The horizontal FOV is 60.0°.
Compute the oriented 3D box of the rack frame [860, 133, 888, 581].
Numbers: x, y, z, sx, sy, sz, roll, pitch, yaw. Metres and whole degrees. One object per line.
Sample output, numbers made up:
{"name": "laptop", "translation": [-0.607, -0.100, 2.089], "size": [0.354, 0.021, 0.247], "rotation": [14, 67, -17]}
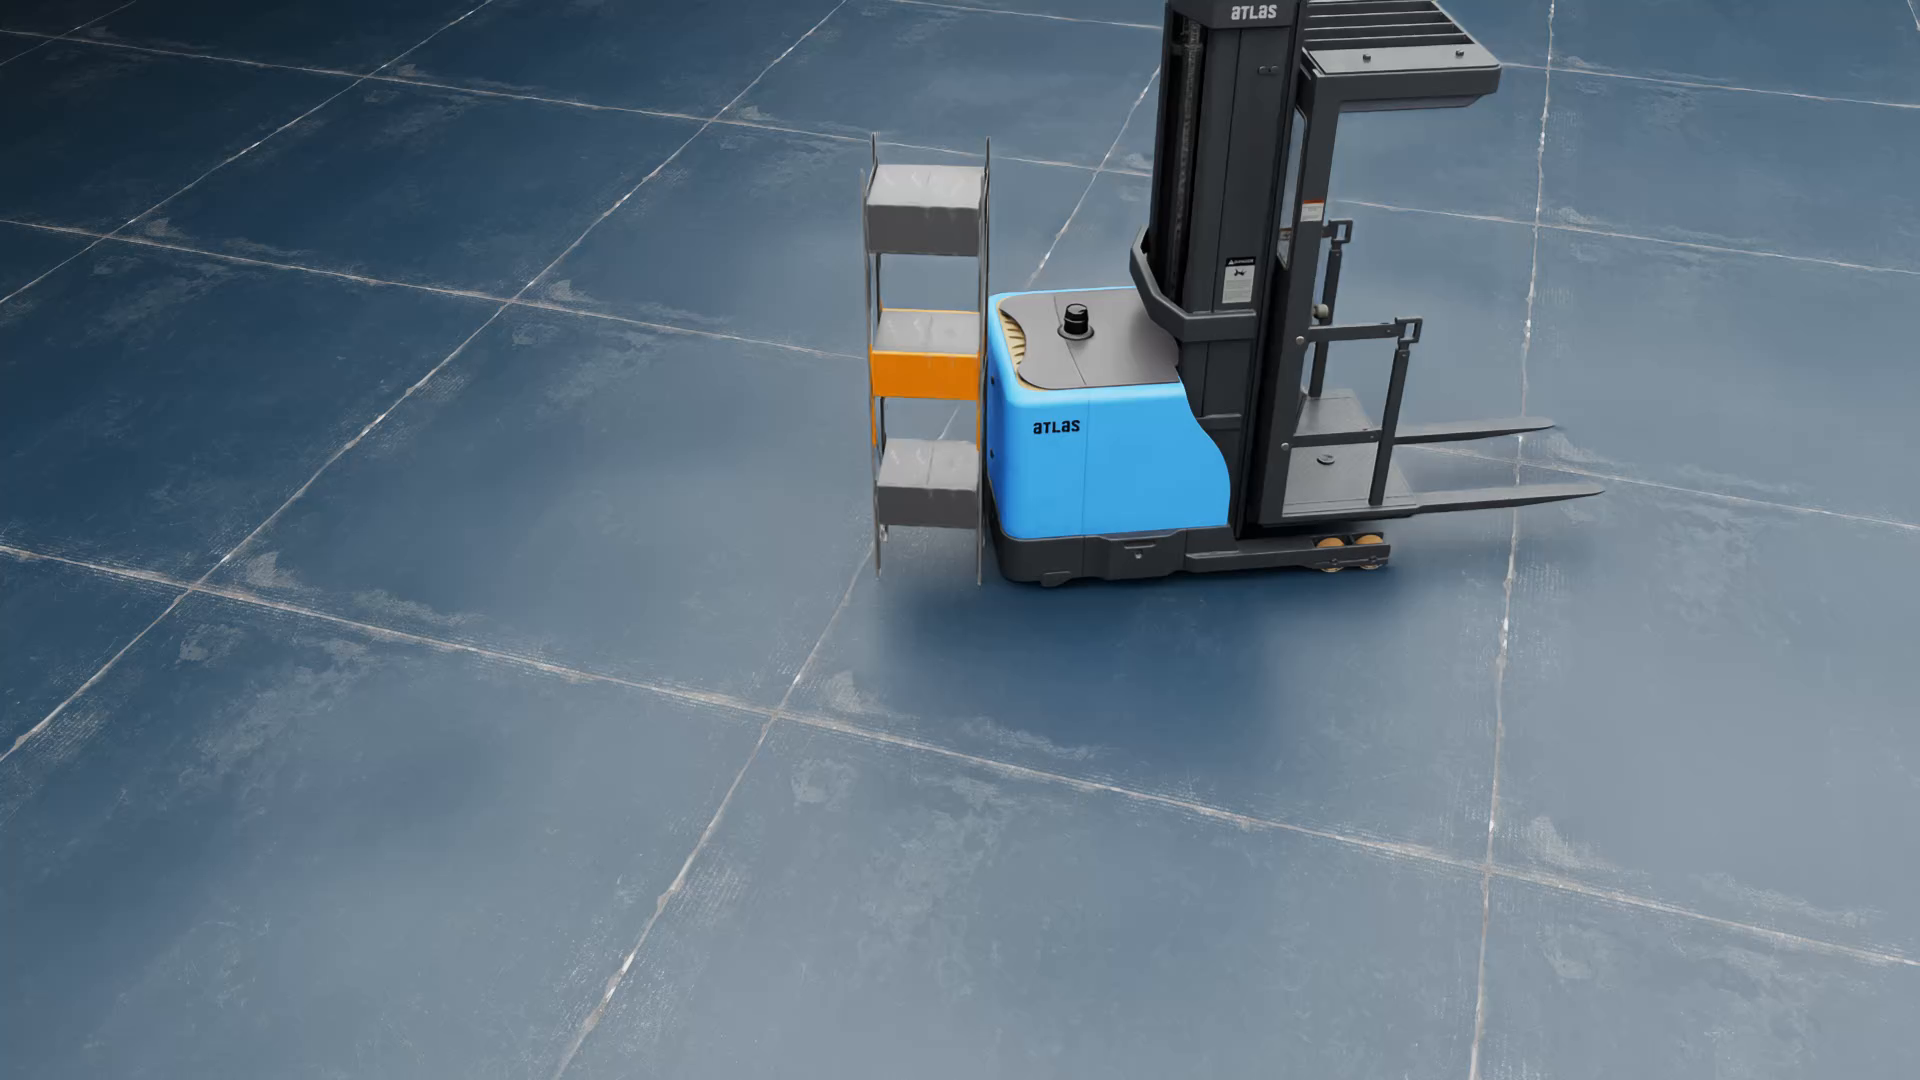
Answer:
{"name": "rack frame", "translation": [-0.381, -0.765, 7.518], "size": [0.015, 2.100, 0.400], "rotation": [3, 36, 4]}

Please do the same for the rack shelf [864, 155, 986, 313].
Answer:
{"name": "rack shelf", "translation": [-0.137, -1.307, 7.096], "size": [0.480, 0.518, 0.431], "rotation": [3, 36, 4]}

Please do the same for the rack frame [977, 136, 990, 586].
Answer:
{"name": "rack frame", "translation": [0.106, -0.743, 7.488], "size": [0.015, 2.100, 0.400], "rotation": [3, 36, 4]}

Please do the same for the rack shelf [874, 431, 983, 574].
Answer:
{"name": "rack shelf", "translation": [-0.137, -0.179, 7.926], "size": [0.480, 0.518, 0.431], "rotation": [3, 36, 4]}

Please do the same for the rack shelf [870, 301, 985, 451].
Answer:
{"name": "rack shelf", "translation": [-0.137, -0.743, 7.511], "size": [0.480, 0.518, 0.431], "rotation": [3, 36, 4]}

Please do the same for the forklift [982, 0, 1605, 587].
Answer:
{"name": "forklift", "translation": [1.644, -1.333, 7.588], "size": [3.031, 2.935, 1.130], "rotation": [-4, 37, -6]}

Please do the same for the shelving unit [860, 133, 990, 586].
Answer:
{"name": "shelving unit", "translation": [-0.137, -0.754, 7.503], "size": [0.503, 2.100, 0.431], "rotation": [3, 36, 4]}
